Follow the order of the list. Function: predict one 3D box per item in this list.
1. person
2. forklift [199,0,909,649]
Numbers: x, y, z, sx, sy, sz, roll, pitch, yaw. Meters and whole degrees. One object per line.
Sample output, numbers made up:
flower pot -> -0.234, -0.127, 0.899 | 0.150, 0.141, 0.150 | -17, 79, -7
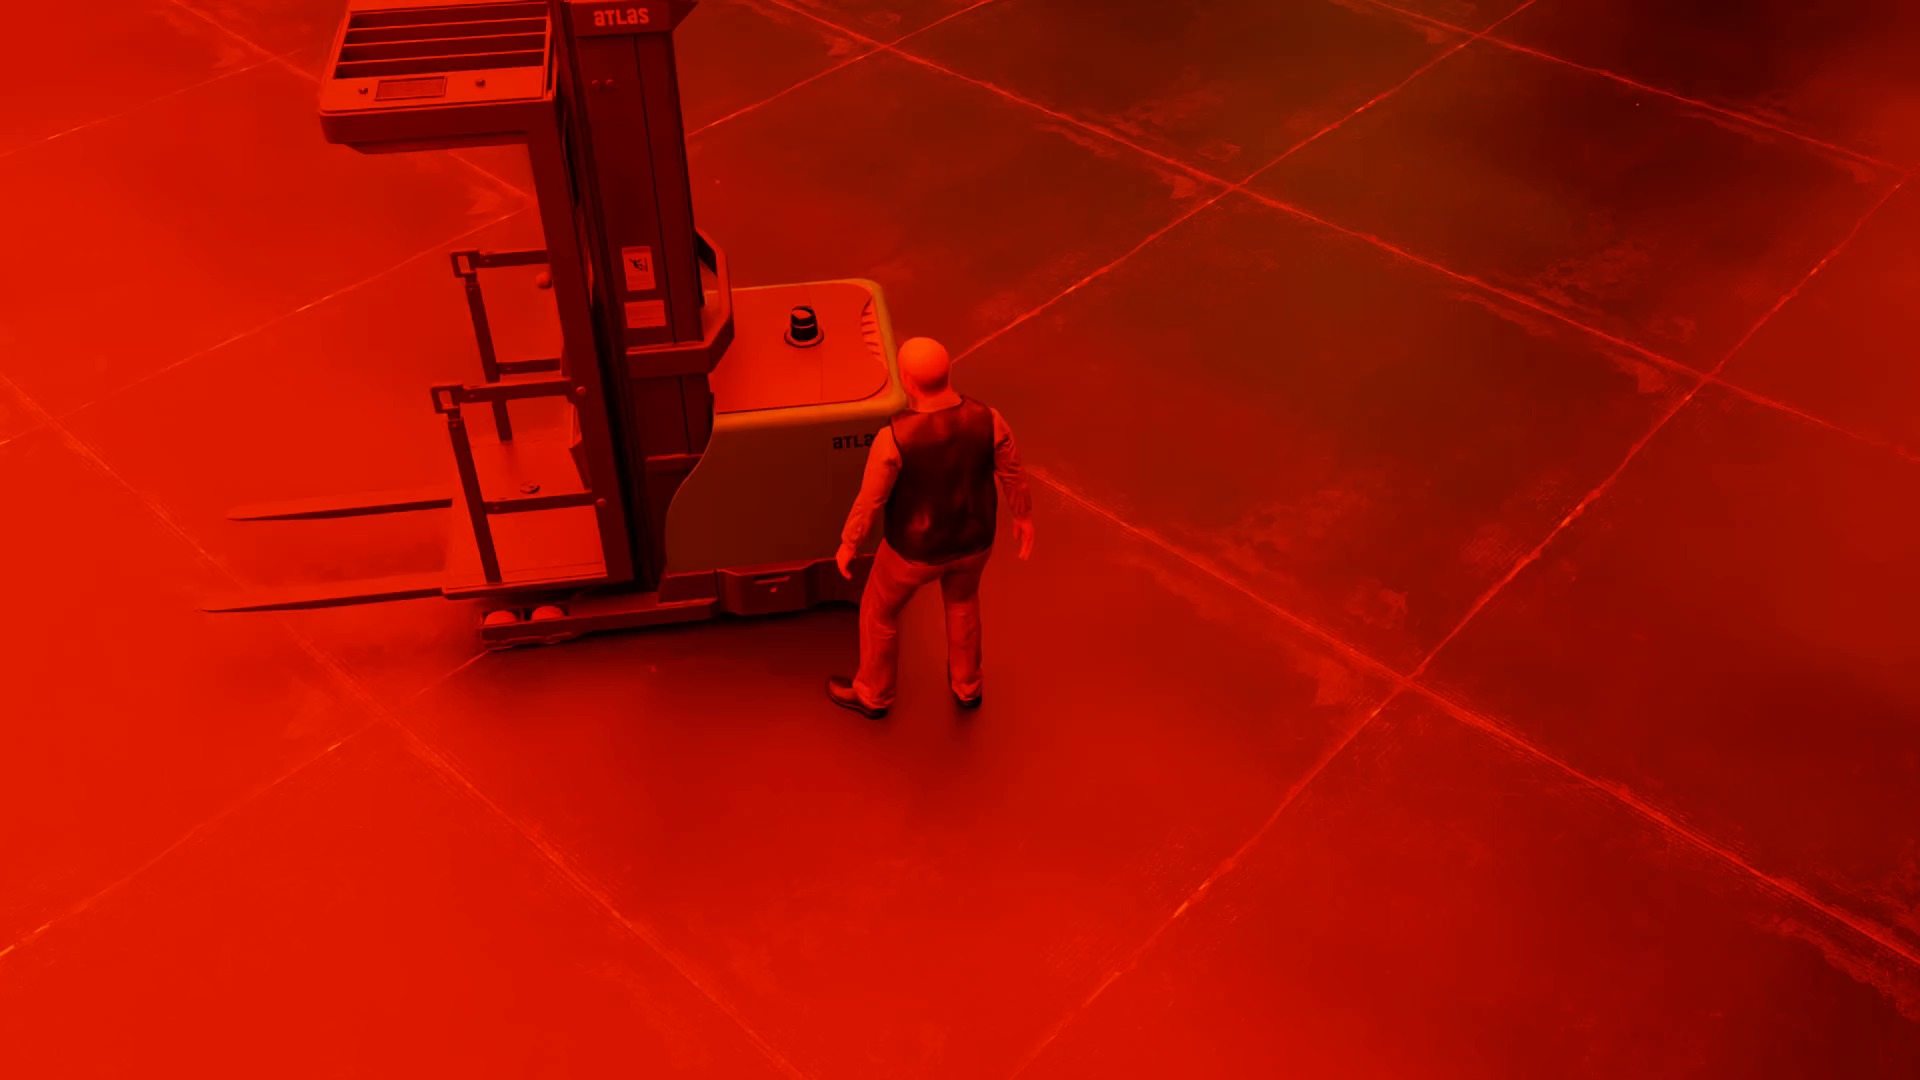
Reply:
person -> -0.118, -0.015, 6.398 | 0.817, 1.695, 0.387 | -15, 43, -17
forklift -> -1.756, -1.016, 6.613 | 3.031, 2.935, 1.130 | -6, 41, -7
